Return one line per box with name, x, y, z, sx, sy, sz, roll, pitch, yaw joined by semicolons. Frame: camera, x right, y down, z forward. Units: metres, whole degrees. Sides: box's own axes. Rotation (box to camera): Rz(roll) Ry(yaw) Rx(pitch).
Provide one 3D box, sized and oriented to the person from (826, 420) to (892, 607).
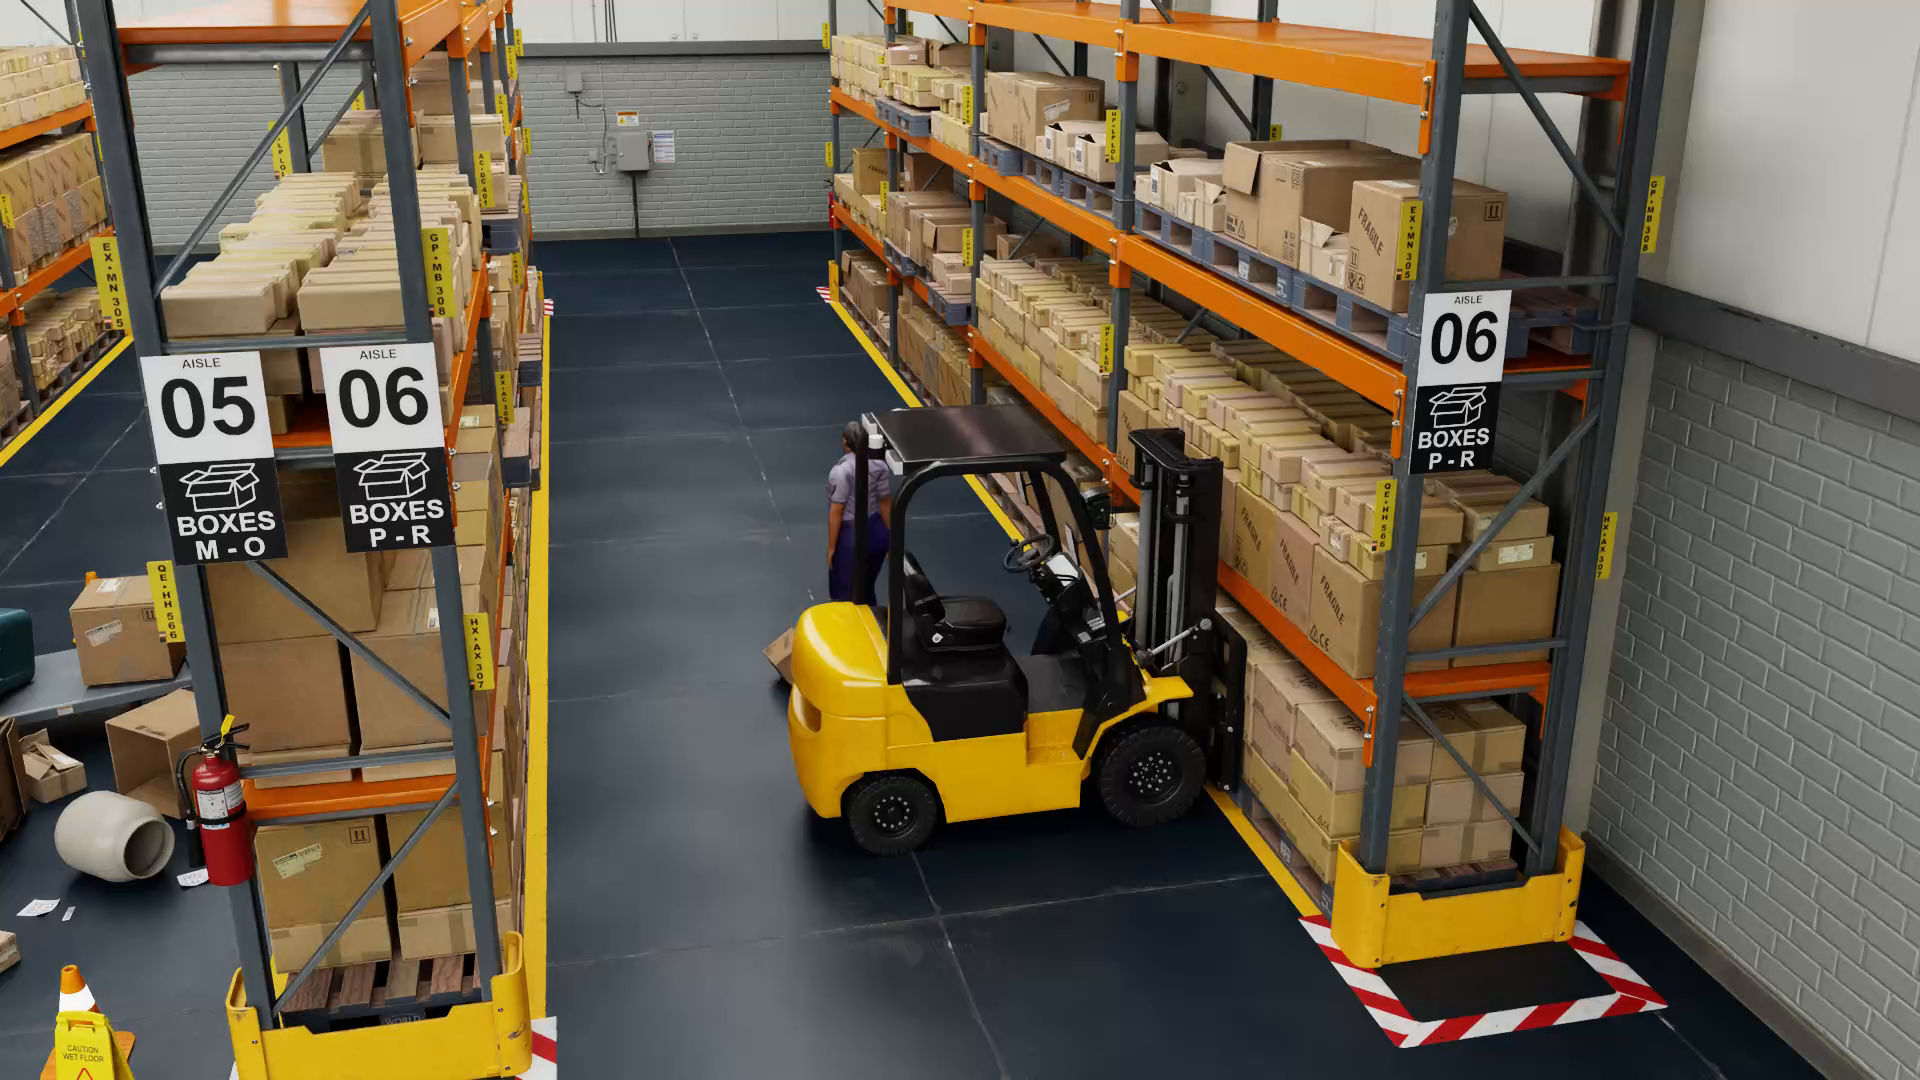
person;-0.628;0.049;10.994;0.558;1.620;0.556;18;27;41
